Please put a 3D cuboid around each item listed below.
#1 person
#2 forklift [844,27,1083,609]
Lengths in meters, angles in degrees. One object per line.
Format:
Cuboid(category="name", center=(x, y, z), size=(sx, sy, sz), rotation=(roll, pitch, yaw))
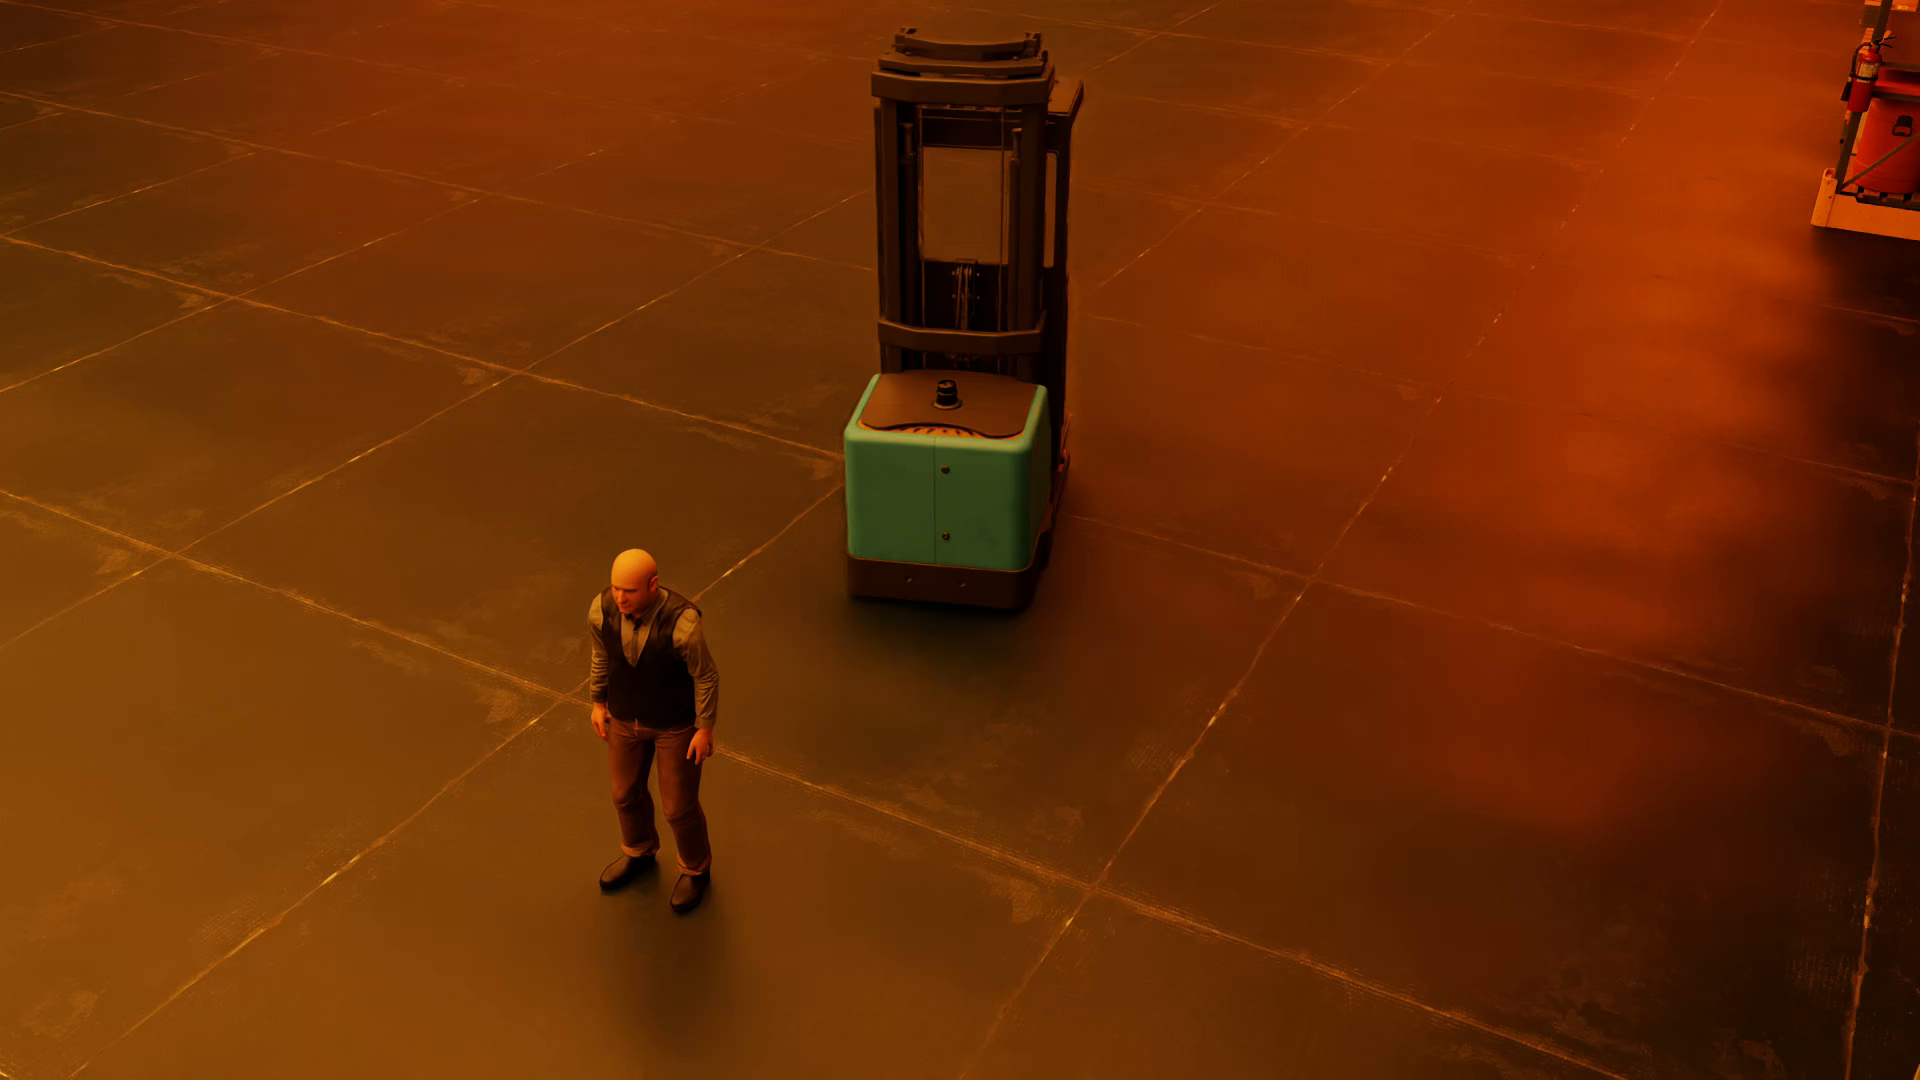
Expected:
Cuboid(category="person", center=(-1.273, 0.753, 6.979), size=(0.581, 1.719, 0.426), rotation=(11, 32, 19))
Cuboid(category="forklift", center=(0.109, -1.607, 9.855), size=(1.130, 2.935, 3.031), rotation=(5, 30, 8))
